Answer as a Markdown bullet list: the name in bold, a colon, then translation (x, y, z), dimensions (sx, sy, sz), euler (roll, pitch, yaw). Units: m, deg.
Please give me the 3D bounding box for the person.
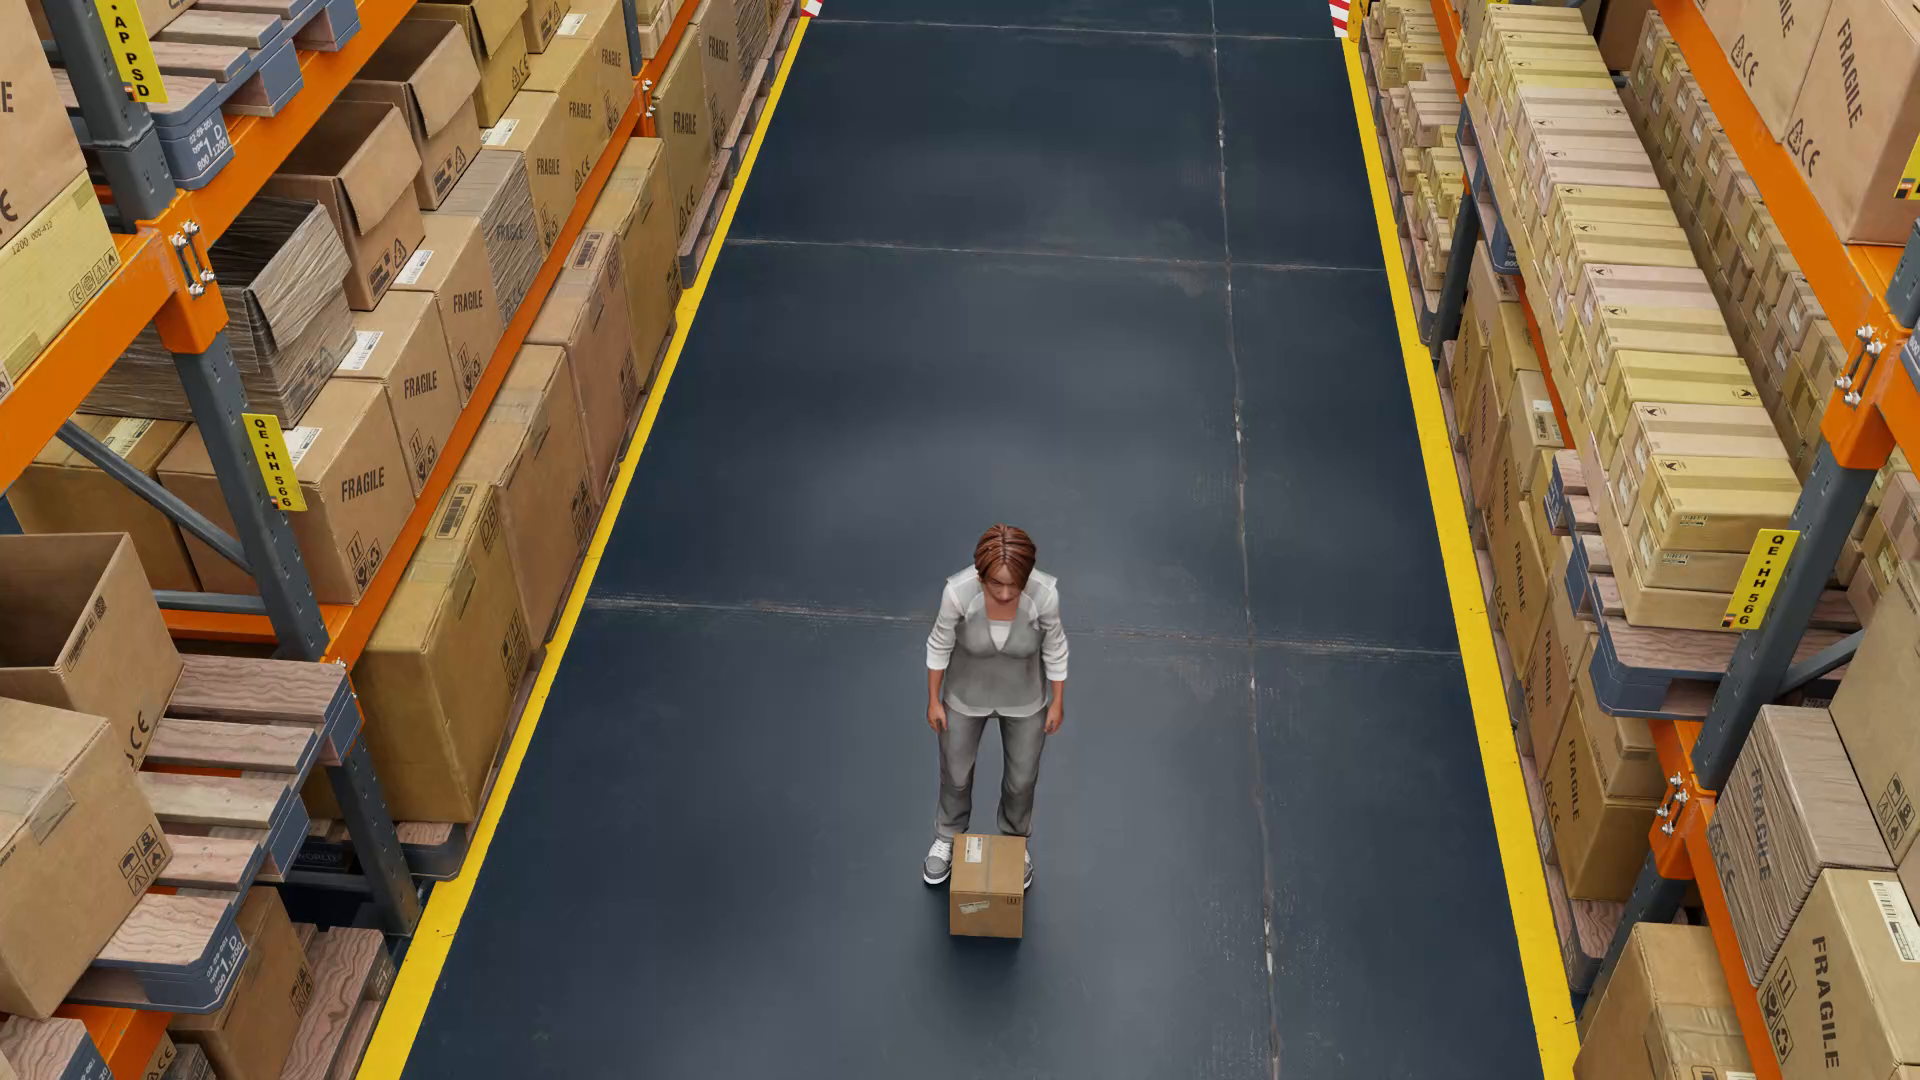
- **person**: translation (0.109, 0.541, 5.535), dimensions (0.477, 1.592, 0.347), euler (1, 41, 1)
